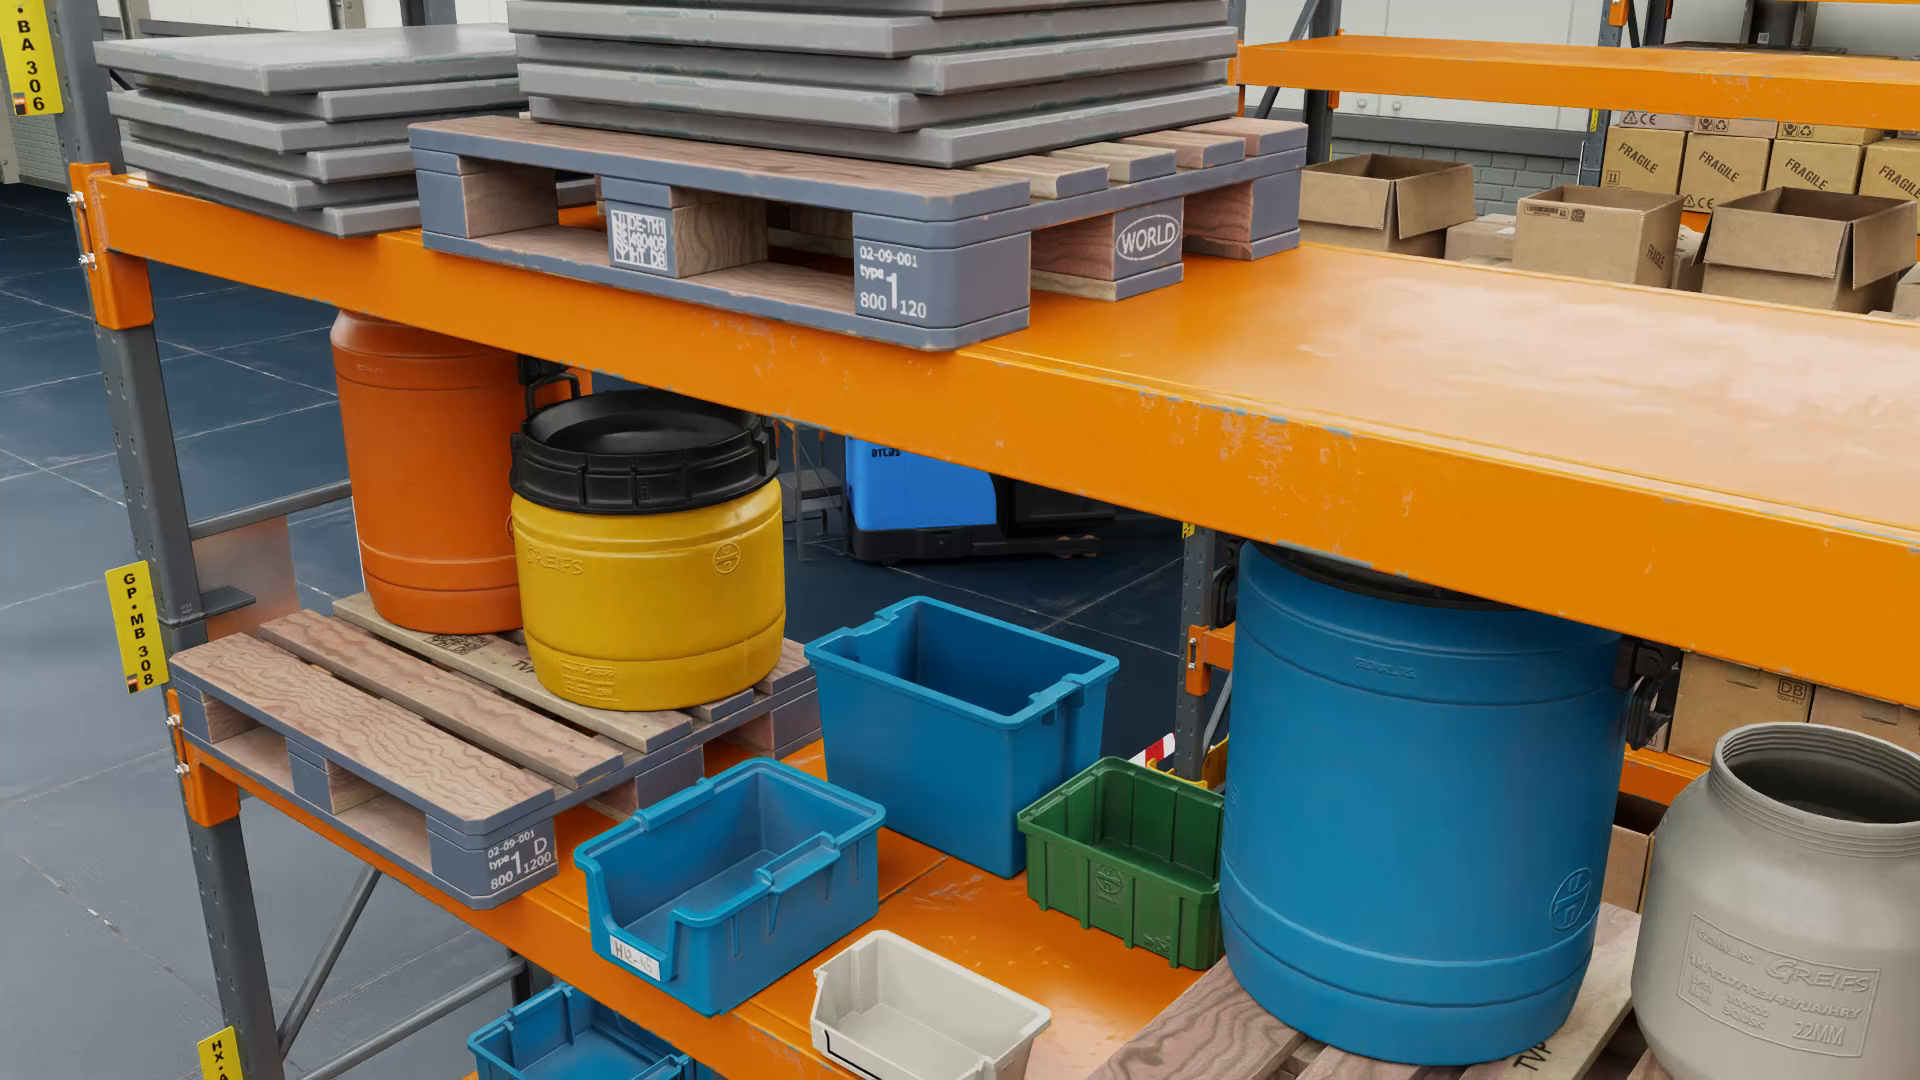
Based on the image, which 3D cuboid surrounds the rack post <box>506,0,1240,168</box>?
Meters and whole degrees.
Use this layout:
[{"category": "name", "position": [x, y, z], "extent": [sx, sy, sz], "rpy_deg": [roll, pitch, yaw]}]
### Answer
[{"category": "rack post", "position": [-0.147, -0.875, 2.841], "extent": [0.954, 0.300, 0.937], "rpy_deg": [15, 26, 35]}]

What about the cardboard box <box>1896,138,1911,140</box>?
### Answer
[{"category": "cardboard box", "position": [6.289, -2.324, 10.660], "extent": [0.500, 0.500, 0.500], "rpy_deg": [18, 27, 40]}]

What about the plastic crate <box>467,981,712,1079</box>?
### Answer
[{"category": "plastic crate", "position": [-1.091, 1.573, 4.957], "extent": [0.616, 0.251, 0.499], "rpy_deg": [16, 26, 36]}]

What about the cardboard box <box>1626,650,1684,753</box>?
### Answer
[{"category": "cardboard box", "position": [3.022, 0.526, 7.382], "extent": [0.500, 0.500, 0.700], "rpy_deg": [17, 27, 38]}]

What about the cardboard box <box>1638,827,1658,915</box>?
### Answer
[{"category": "cardboard box", "position": [3.299, 1.483, 7.224], "extent": [0.500, 0.500, 0.500], "rpy_deg": [16, 26, 36]}]

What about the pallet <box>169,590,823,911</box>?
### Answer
[{"category": "pallet", "position": [-1.089, 0.369, 3.954], "extent": [1.213, 0.211, 1.003], "rpy_deg": [16, 26, 36]}]

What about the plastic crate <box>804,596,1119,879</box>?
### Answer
[{"category": "plastic crate", "position": [0.000, 0.420, 3.574], "extent": [0.575, 0.384, 0.392], "rpy_deg": [16, 26, 36]}]

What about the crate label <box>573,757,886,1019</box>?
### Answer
[{"category": "crate label", "position": [-0.427, 0.647, 3.160], "extent": [0.408, 0.251, 0.502], "rpy_deg": [16, 26, 36]}]

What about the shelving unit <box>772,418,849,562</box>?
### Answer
[{"category": "shelving unit", "position": [-1.151, -0.925, 12.645], "extent": [0.431, 2.100, 0.503], "rpy_deg": [-9, 22, -23]}]

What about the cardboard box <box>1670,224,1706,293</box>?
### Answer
[{"category": "cardboard box", "position": [2.957, -1.195, 7.167], "extent": [0.500, 0.311, 0.500], "rpy_deg": [-19, 28, -40]}]

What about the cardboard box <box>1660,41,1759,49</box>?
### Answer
[{"category": "cardboard box", "position": [5.096, -3.138, 11.399], "extent": [0.500, 0.500, 0.500], "rpy_deg": [18, 27, 39]}]

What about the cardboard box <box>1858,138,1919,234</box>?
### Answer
[{"category": "cardboard box", "position": [5.924, -2.194, 10.313], "extent": [0.500, 0.500, 0.500], "rpy_deg": [18, 27, 39]}]

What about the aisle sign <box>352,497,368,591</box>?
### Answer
[{"category": "aisle sign", "position": [-1.536, 0.160, 4.809], "extent": [0.004, 0.787, 0.394], "rpy_deg": [16, 26, 36]}]

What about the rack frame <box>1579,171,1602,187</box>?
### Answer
[{"category": "rack frame", "position": [4.596, -1.235, 12.192], "extent": [0.127, 3.000, 1.000], "rpy_deg": [16, 26, 36]}]

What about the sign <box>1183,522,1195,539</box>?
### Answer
[{"category": "sign", "position": [1.111, -0.172, 8.033], "extent": [0.005, 0.325, 0.100], "rpy_deg": [16, 26, 36]}]

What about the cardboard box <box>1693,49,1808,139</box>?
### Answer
[{"category": "cardboard box", "position": [5.098, -2.884, 10.728], "extent": [0.500, 0.500, 0.500], "rpy_deg": [16, 26, 36]}]

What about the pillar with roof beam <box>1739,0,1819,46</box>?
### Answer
[{"category": "pillar with roof beam", "position": [2.964, -2.945, 8.226], "extent": [0.400, 9.000, 9.100], "rpy_deg": [16, 26, 36]}]

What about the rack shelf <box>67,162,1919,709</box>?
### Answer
[{"category": "rack shelf", "position": [-0.118, -0.364, 2.966], "extent": [4.000, 0.370, 1.077], "rpy_deg": [16, 26, 36]}]

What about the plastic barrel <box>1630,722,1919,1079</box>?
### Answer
[{"category": "plastic barrel", "position": [1.222, 0.564, 2.418], "extent": [0.421, 0.512, 0.421], "rpy_deg": [0, 21, 0]}]

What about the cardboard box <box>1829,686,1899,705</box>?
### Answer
[{"category": "cardboard box", "position": [3.621, 0.488, 6.561], "extent": [0.250, 0.149, 0.380], "rpy_deg": [16, 26, 36]}]

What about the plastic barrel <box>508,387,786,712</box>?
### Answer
[{"category": "plastic barrel", "position": [-0.704, 0.005, 3.791], "extent": [0.600, 0.588, 0.600], "rpy_deg": [0, 21, 0]}]

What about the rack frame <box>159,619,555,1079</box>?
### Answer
[{"category": "rack frame", "position": [-1.668, 1.473, 5.010], "extent": [0.127, 3.000, 1.000], "rpy_deg": [16, 26, 36]}]

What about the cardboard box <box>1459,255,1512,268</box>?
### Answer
[{"category": "cardboard box", "position": [2.267, -1.117, 7.191], "extent": [0.250, 0.149, 0.380], "rpy_deg": [16, 26, 36]}]

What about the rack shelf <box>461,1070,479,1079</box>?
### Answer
[{"category": "rack shelf", "position": [-0.118, 2.256, 3.954], "extent": [4.000, 0.370, 1.077], "rpy_deg": [16, 26, 36]}]

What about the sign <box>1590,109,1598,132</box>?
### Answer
[{"category": "sign", "position": [4.253, -2.899, 11.115], "extent": [0.005, 0.325, 0.100], "rpy_deg": [16, 26, 36]}]

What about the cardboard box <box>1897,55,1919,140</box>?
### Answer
[{"category": "cardboard box", "position": [6.278, -2.789, 10.474], "extent": [0.500, 0.500, 0.500], "rpy_deg": [16, 26, 36]}]

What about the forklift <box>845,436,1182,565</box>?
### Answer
[{"category": "forklift", "position": [0.639, -1.408, 12.749], "extent": [3.031, 2.935, 1.130], "rpy_deg": [-3, 21, -9]}]

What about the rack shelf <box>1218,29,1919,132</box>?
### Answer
[{"category": "rack shelf", "position": [3.016, -1.717, 6.554], "extent": [4.000, 0.370, 1.077], "rpy_deg": [16, 26, 36]}]

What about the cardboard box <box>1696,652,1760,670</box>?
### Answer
[{"category": "cardboard box", "position": [3.237, 0.376, 6.858], "extent": [0.250, 0.149, 0.380], "rpy_deg": [17, 27, 38]}]

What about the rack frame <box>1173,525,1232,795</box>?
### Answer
[{"category": "rack frame", "position": [1.467, 0.120, 8.599], "extent": [0.127, 3.000, 1.000], "rpy_deg": [16, 26, 36]}]

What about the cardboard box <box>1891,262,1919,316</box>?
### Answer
[{"category": "cardboard box", "position": [3.924, -0.916, 6.428], "extent": [0.500, 0.311, 0.500], "rpy_deg": [14, 25, 33]}]

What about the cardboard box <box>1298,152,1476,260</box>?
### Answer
[{"category": "cardboard box", "position": [1.910, -1.464, 7.609], "extent": [0.637, 0.503, 0.797], "rpy_deg": [18, 27, 40]}]

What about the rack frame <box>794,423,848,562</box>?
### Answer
[{"category": "rack frame", "position": [-1.051, -0.847, 12.437], "extent": [0.400, 2.100, 0.015], "rpy_deg": [-9, 22, -23]}]

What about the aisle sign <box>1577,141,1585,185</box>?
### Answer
[{"category": "aisle sign", "position": [4.351, -2.385, 11.558], "extent": [0.004, 0.787, 0.394], "rpy_deg": [16, 26, 36]}]

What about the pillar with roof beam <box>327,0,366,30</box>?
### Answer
[{"category": "pillar with roof beam", "position": [-10.982, -6.961, 18.875], "extent": [0.400, 9.000, 9.100], "rpy_deg": [16, 26, 36]}]

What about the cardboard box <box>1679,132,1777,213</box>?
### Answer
[{"category": "cardboard box", "position": [5.091, -2.422, 10.919], "extent": [0.500, 0.500, 0.500], "rpy_deg": [18, 27, 40]}]

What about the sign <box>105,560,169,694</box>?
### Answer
[{"category": "sign", "position": [-2.019, 0.215, 4.083], "extent": [0.005, 0.325, 0.100], "rpy_deg": [16, 26, 36]}]

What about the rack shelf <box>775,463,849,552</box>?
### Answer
[{"category": "rack shelf", "position": [-1.151, -0.257, 12.897], "extent": [0.431, 0.518, 0.480], "rpy_deg": [-9, 22, -23]}]

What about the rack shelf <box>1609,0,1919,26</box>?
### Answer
[{"category": "rack shelf", "position": [6.146, -3.258, 10.078], "extent": [4.000, 0.370, 1.077], "rpy_deg": [16, 26, 36]}]

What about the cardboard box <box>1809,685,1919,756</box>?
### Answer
[{"category": "cardboard box", "position": [3.805, 0.752, 6.780], "extent": [0.500, 0.500, 0.700], "rpy_deg": [16, 26, 36]}]
